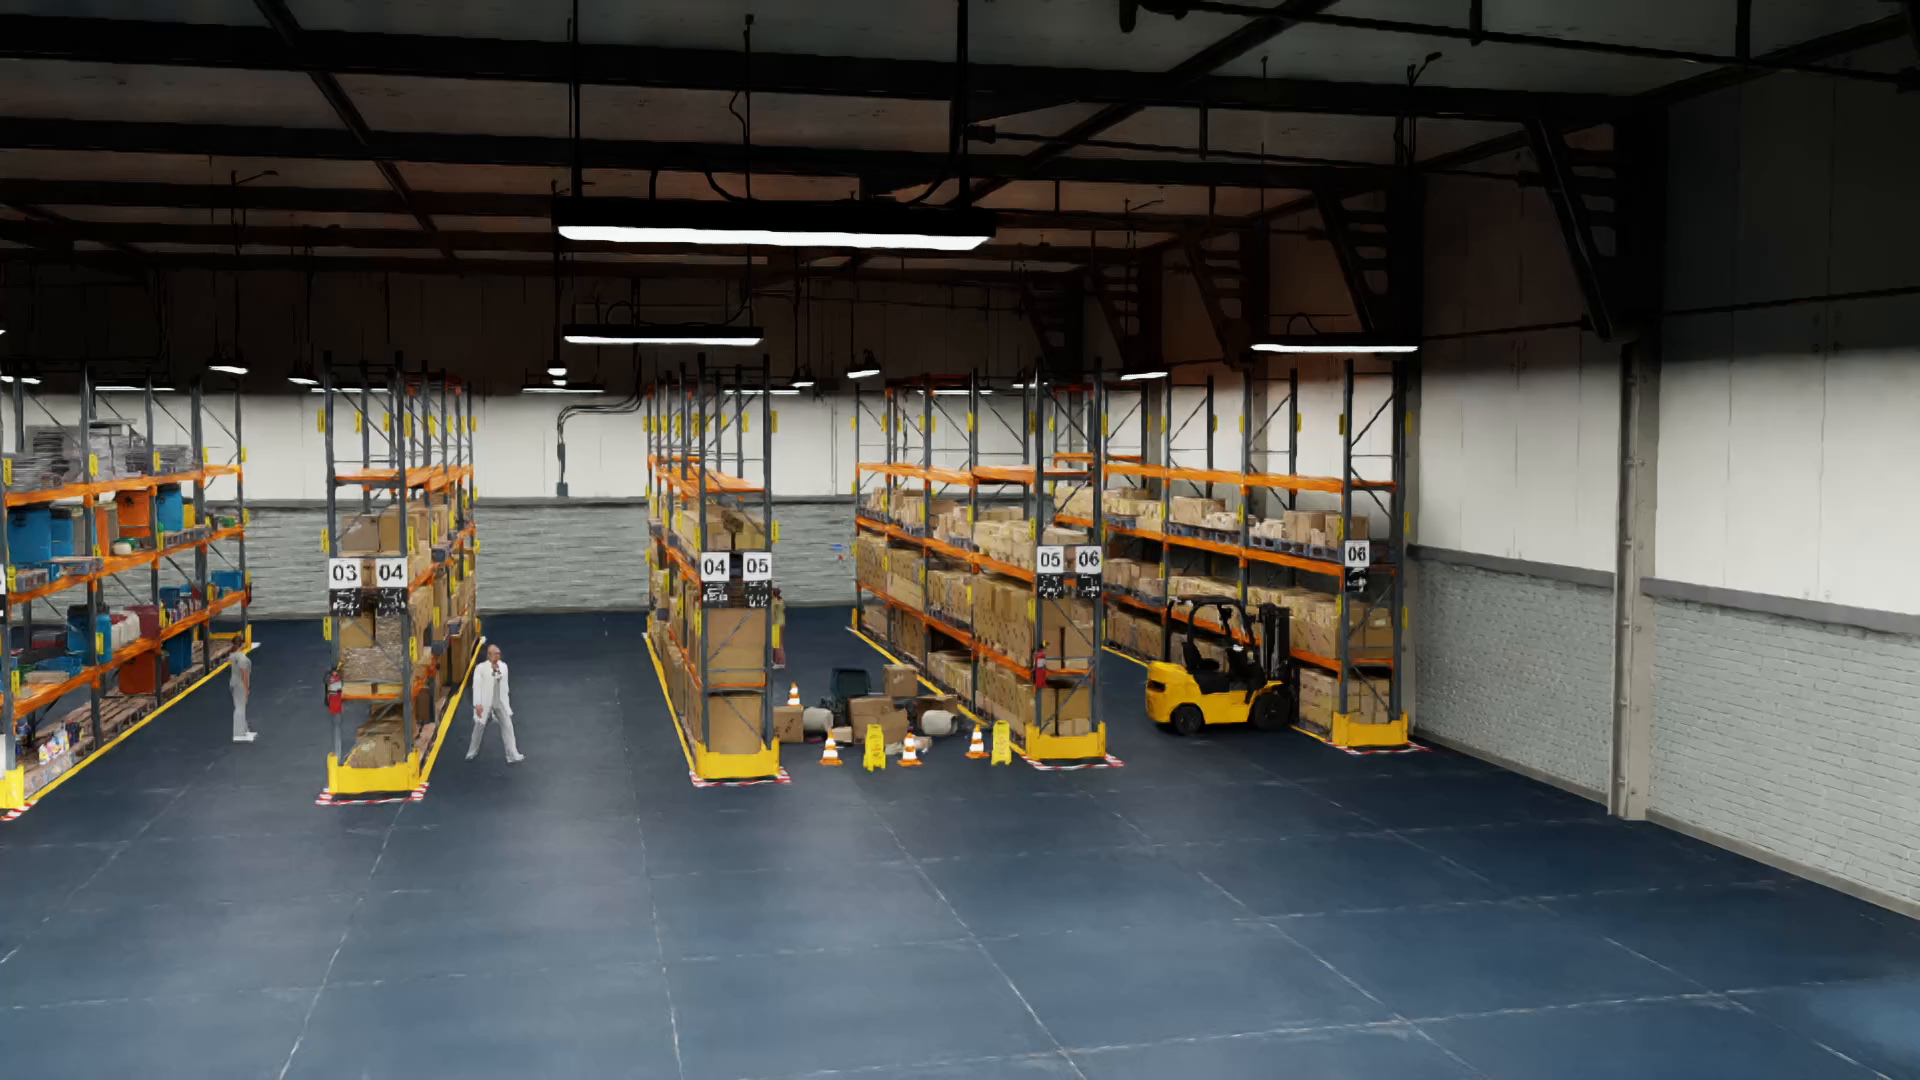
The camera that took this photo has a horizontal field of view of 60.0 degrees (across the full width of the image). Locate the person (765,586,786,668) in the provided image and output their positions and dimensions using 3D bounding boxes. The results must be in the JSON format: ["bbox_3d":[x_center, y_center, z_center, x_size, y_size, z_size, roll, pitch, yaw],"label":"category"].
[{"bbox_3d":[-3.804,1.774,34.179,0.569,1.668,0.560,1,4,18],"label":"person"}]

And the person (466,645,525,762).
[{"bbox_3d":[-6.932,2.523,24.606,0.620,1.537,1.012,-3,5,-39],"label":"person"}]

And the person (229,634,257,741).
[{"bbox_3d":[-11.341,2.323,26.305,0.441,1.675,0.496,-4,5,-42],"label":"person"}]
